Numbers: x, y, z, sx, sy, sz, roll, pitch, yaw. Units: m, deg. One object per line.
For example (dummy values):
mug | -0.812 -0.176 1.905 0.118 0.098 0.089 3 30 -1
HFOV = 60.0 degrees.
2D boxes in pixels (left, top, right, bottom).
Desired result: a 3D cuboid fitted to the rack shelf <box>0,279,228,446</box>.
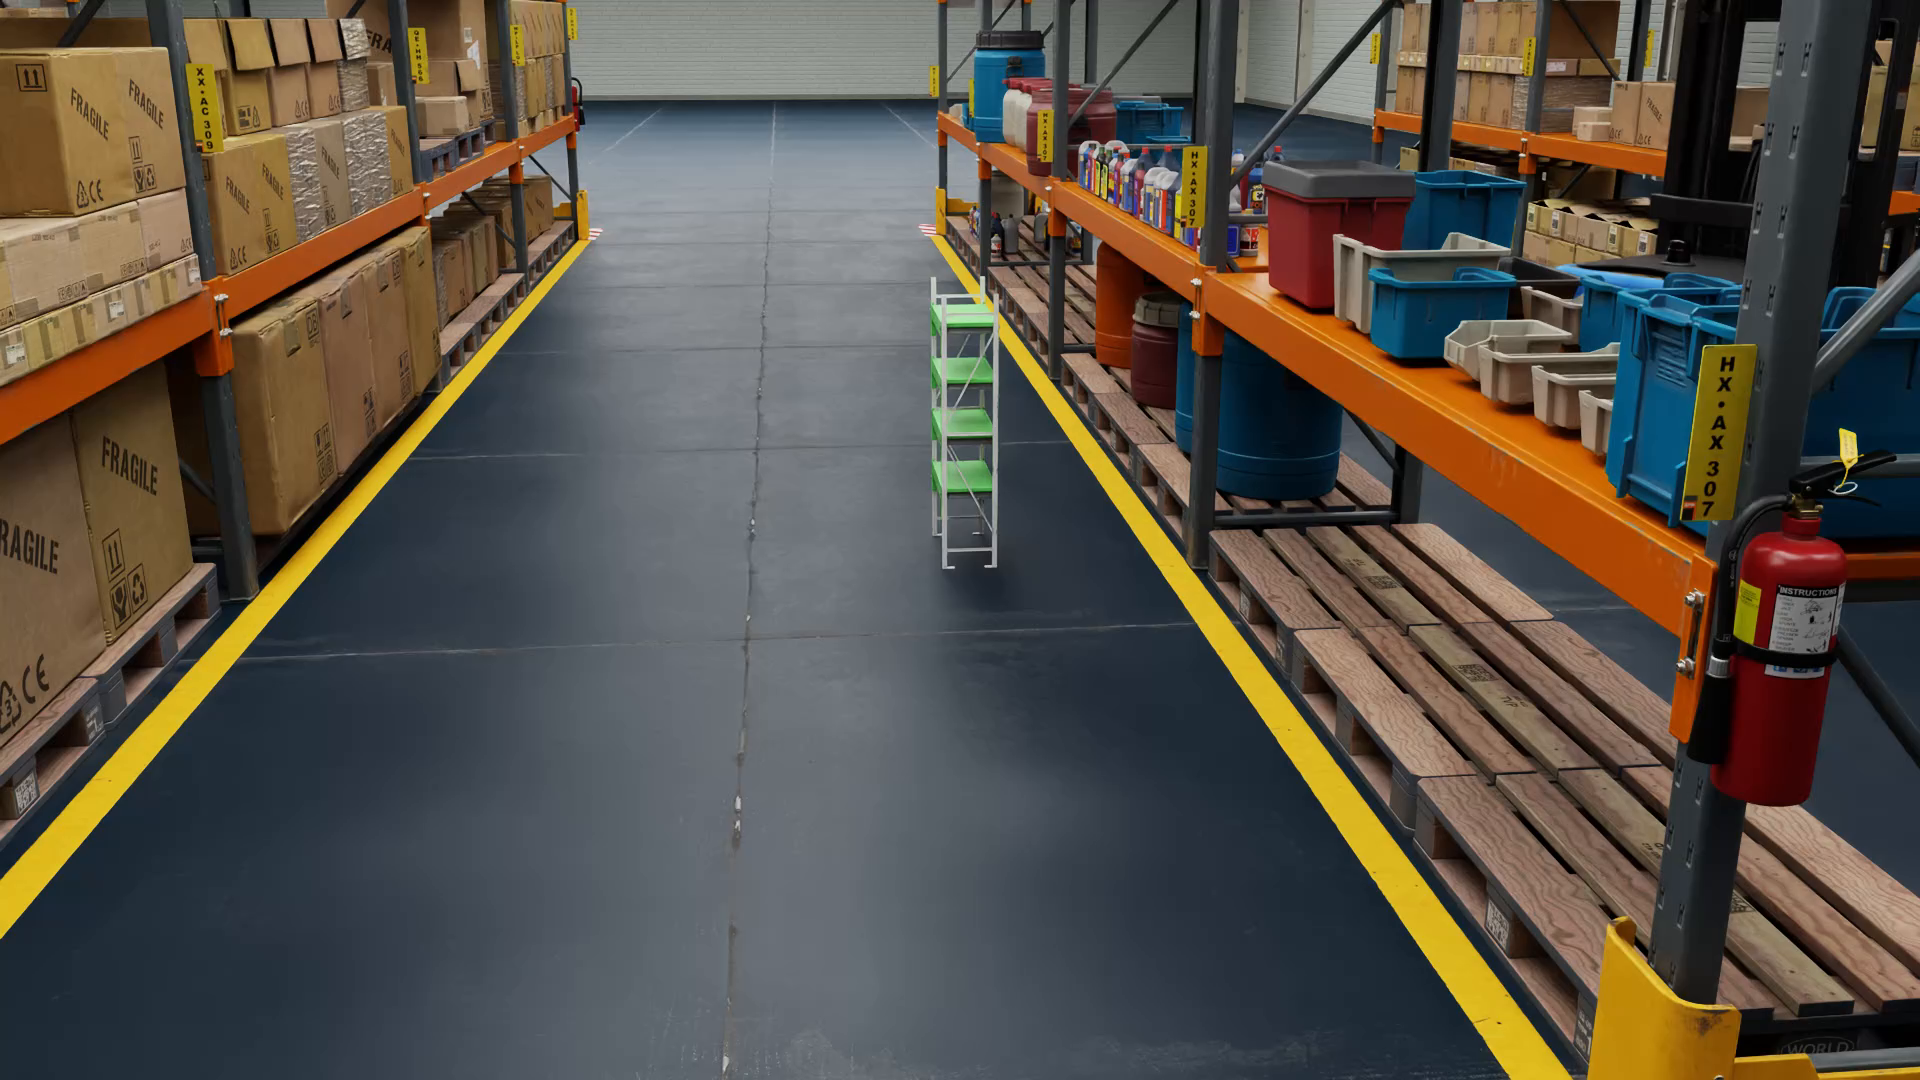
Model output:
rack shelf | -3.217 -0.235 4.618 1.077 0.370 4.000 -2 18 -6

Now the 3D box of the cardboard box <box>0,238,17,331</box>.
cardboard box | -2.959 -0.664 4.537 0.500 0.250 0.500 -2 18 -7

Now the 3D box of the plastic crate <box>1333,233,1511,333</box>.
plastic crate | 1.478 -0.838 5.438 0.437 0.282 0.530 -2 18 -6

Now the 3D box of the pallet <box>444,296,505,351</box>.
pallet | -4.037 -1.631 12.519 1.003 0.211 1.213 -2 18 -6

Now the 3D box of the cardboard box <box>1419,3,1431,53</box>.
cardboard box | 5.294 -5.409 17.566 0.700 0.500 0.500 -2 18 -7

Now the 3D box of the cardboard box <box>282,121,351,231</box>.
cardboard box | -3.384 -1.819 8.297 0.500 0.500 0.500 -1 17 -5

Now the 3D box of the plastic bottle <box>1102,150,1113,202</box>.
plastic bottle | 0.854 -2.076 9.477 0.061 0.283 0.133 -2 18 -6

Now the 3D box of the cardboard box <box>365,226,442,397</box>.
cardboard box | -3.785 -1.346 9.803 1.225 0.875 0.875 -3 18 -8

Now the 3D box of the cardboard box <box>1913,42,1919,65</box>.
cardboard box | 10.024 -4.897 17.234 0.500 0.500 0.500 -1 17 -4

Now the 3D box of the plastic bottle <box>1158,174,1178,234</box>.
plastic bottle | 1.052 -1.634 8.082 0.152 0.276 0.135 -2 18 -6

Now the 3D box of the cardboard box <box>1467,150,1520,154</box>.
cardboard box | 5.662 -3.852 17.577 0.500 0.500 0.500 -2 18 -6

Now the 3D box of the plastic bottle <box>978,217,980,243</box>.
plastic bottle | 0.259 -3.006 16.056 0.152 0.276 0.135 -1 17 -5

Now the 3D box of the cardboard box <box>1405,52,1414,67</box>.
cardboard box | 5.049 -5.209 18.012 0.380 0.149 0.250 -2 18 -7

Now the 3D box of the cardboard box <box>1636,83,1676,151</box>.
cardboard box | 5.775 -3.375 13.251 0.500 0.500 0.500 -2 18 -6

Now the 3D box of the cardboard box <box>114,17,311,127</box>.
cardboard box | -3.636 -2.280 8.090 0.797 0.503 0.637 -1 17 -4

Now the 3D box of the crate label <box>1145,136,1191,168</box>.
crate label | 1.420 -2.576 11.154 0.303 0.233 0.416 -2 18 -6

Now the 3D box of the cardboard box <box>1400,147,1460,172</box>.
cardboard box | 5.081 -3.985 17.999 0.500 0.500 0.500 -2 18 -6

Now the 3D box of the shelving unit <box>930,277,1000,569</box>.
shelving unit | 0.017 -0.523 7.340 0.258 1.200 0.503 -2 18 -6

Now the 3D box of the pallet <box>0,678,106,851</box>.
pallet | -3.293 0.750 4.937 1.003 0.211 1.213 -2 18 -6

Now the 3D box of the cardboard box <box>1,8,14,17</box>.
cardboard box | -9.534 -4.769 15.807 0.875 0.550 0.550 -2 18 -6

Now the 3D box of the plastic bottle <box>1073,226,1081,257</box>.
plastic bottle | 1.082 -2.727 15.176 0.097 0.271 0.097 0 17 0

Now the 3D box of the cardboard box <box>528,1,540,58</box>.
cardboard box | -4.146 -4.664 15.192 0.500 0.500 0.500 -2 18 -6

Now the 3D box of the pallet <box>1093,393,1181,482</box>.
pallet | 1.337 -0.592 9.211 1.003 0.211 1.213 -2 18 -6

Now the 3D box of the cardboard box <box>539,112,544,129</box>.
cardboard box | -4.139 -3.957 15.694 0.380 0.149 0.250 -2 18 -6

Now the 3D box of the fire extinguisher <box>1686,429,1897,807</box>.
fire extinguisher | 1.480 0.139 2.980 0.296 0.674 0.183 -2 18 -6

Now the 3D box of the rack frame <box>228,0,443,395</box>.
rack frame | -3.835 -2.366 10.205 1.000 3.000 0.127 -2 18 -6

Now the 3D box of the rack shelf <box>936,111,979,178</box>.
rack shelf | 0.472 -3.963 16.494 1.077 0.370 4.000 -2 18 -6

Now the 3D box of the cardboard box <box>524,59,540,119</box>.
cardboard box | -4.249 -4.033 14.852 0.875 0.500 0.500 -2 18 -6

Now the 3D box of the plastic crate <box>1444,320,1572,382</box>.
plastic crate | 1.534 -0.532 4.704 0.298 0.136 0.250 -2 18 -6

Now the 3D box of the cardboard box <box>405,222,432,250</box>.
cardboard box | -3.999 -2.097 11.536 0.500 0.250 0.500 0 17 1

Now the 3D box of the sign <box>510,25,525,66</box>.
sign | -3.696 -4.128 13.885 0.100 0.325 0.005 -2 18 -6

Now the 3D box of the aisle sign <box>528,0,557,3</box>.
aisle sign | -4.369 -6.017 17.496 0.394 0.787 0.004 -2 18 -6

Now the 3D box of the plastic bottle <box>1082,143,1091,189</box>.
plastic bottle | 0.799 -2.283 10.156 0.097 0.271 0.097 0 17 0

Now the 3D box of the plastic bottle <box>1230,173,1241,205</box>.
plastic bottle | 1.227 -1.572 7.758 0.144 0.351 0.185 -2 18 -6

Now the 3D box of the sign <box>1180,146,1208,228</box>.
sign | 0.956 -1.443 6.802 0.100 0.325 0.005 -2 18 -6

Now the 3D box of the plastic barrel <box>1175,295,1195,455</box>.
plastic barrel | 1.391 -0.900 8.337 0.600 0.901 0.708 -2 18 -6

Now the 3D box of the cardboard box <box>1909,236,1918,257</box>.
cardboard box | 6.358 -1.758 10.455 0.500 0.250 0.500 -1 17 -4

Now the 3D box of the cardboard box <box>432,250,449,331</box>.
cardboard box | -3.994 -1.747 11.672 0.700 0.500 0.500 -3 18 -10

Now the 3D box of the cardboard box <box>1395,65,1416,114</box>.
cardboard box | 5.229 -4.962 18.309 0.700 0.500 0.500 -2 18 -6

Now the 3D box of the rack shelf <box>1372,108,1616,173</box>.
rack shelf | 5.400 -4.115 16.978 1.077 0.370 4.000 -2 18 -6

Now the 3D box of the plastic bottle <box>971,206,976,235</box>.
plastic bottle | 0.148 -3.198 16.657 0.061 0.283 0.133 -1 17 -5

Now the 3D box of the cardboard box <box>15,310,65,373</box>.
cardboard box | -2.933 -0.591 4.970 0.380 0.149 0.250 -2 18 -7

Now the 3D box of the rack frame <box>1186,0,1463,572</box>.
rack frame | 1.504 -1.327 6.896 1.000 3.000 0.127 -2 18 -6

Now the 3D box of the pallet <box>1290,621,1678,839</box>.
pallet | 1.747 0.586 5.459 1.003 0.211 1.213 -2 18 -6

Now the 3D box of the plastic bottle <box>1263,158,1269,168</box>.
plastic bottle | 1.647 -1.919 8.975 0.061 0.283 0.133 -2 18 -6

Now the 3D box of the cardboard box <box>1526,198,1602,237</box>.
cardboard box | 5.401 -2.888 14.820 0.500 0.311 0.500 -2 18 -5

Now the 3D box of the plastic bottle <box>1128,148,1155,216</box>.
plastic bottle | 0.970 -1.895 8.789 0.144 0.351 0.185 -2 18 -6

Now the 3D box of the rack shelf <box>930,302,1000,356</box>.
rack shelf | 0.017 -0.920 7.216 0.258 0.148 0.480 -2 18 -6

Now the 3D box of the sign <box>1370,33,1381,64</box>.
sign | 4.641 -5.490 18.577 0.100 0.325 0.005 -2 18 -6

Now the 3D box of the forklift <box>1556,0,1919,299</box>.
forklift | 4.568 -1.927 8.921 3.031 2.935 1.130 -11 21 -32

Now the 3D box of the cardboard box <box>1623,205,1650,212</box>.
cardboard box | 5.993 -2.752 14.388 0.500 0.311 0.500 -1 17 -4

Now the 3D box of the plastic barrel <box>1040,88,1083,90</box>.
plastic barrel | 0.729 -2.997 12.030 0.421 0.512 0.421 0 17 0

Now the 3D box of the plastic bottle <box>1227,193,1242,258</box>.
plastic bottle | 1.141 -1.375 7.257 0.152 0.276 0.135 -2 18 -6

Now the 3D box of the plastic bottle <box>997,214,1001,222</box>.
plastic bottle | 0.372 -2.972 15.935 0.061 0.283 0.133 -2 18 -6

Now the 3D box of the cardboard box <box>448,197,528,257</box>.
cardboard box | -4.316 -2.856 15.239 0.500 0.500 0.500 4 18 12

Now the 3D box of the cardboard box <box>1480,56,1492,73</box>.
cardboard box | 5.262 -4.597 16.063 0.380 0.149 0.250 -2 18 -6

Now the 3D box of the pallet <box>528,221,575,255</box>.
pallet | -4.604 -3.153 17.368 1.003 0.211 1.213 -2 18 -6

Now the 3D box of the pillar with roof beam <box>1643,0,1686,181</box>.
pillar with roof beam | 6.152 -9.543 23.052 9.100 9.000 0.400 -2 18 -6
